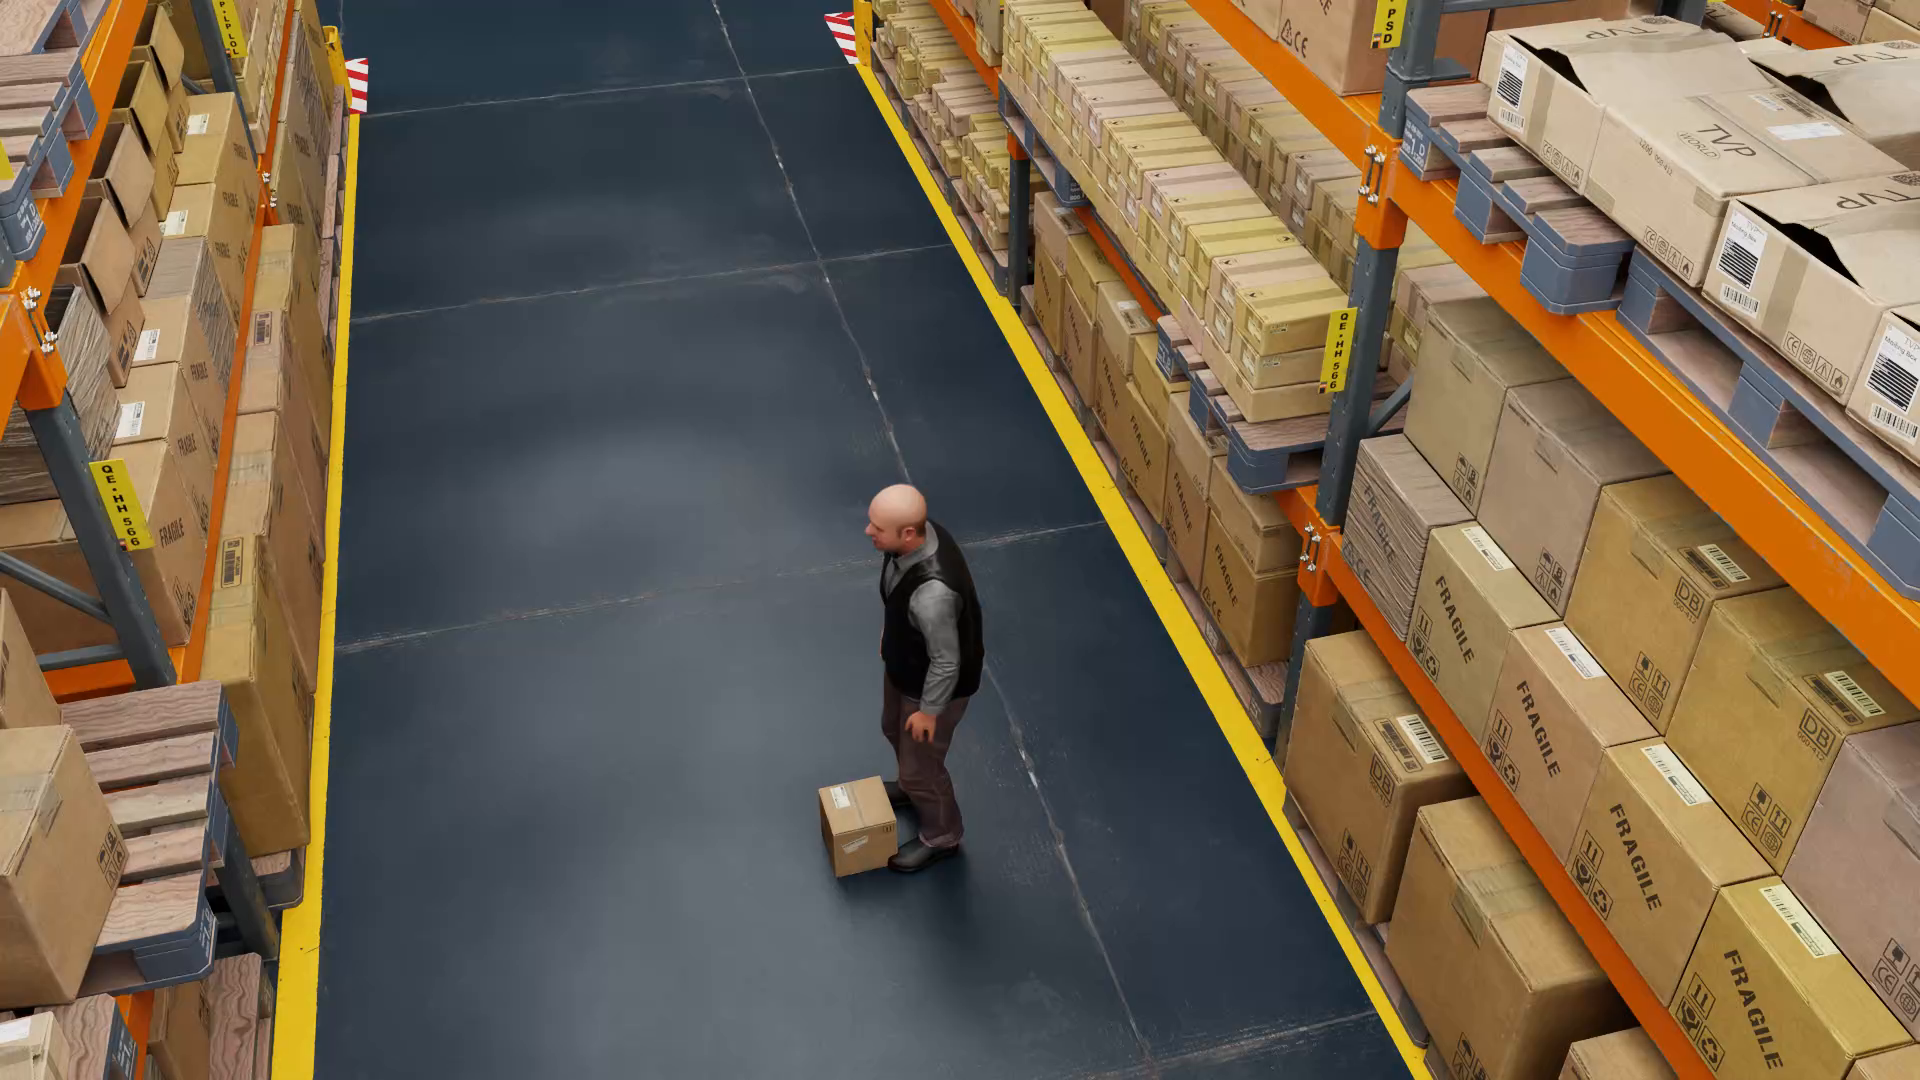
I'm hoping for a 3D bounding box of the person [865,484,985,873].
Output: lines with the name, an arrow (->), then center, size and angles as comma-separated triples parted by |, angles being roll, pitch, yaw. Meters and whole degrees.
person -> -0.131, 0.486, 6.110 | 0.415, 1.721, 0.580 | -9, 39, -12
